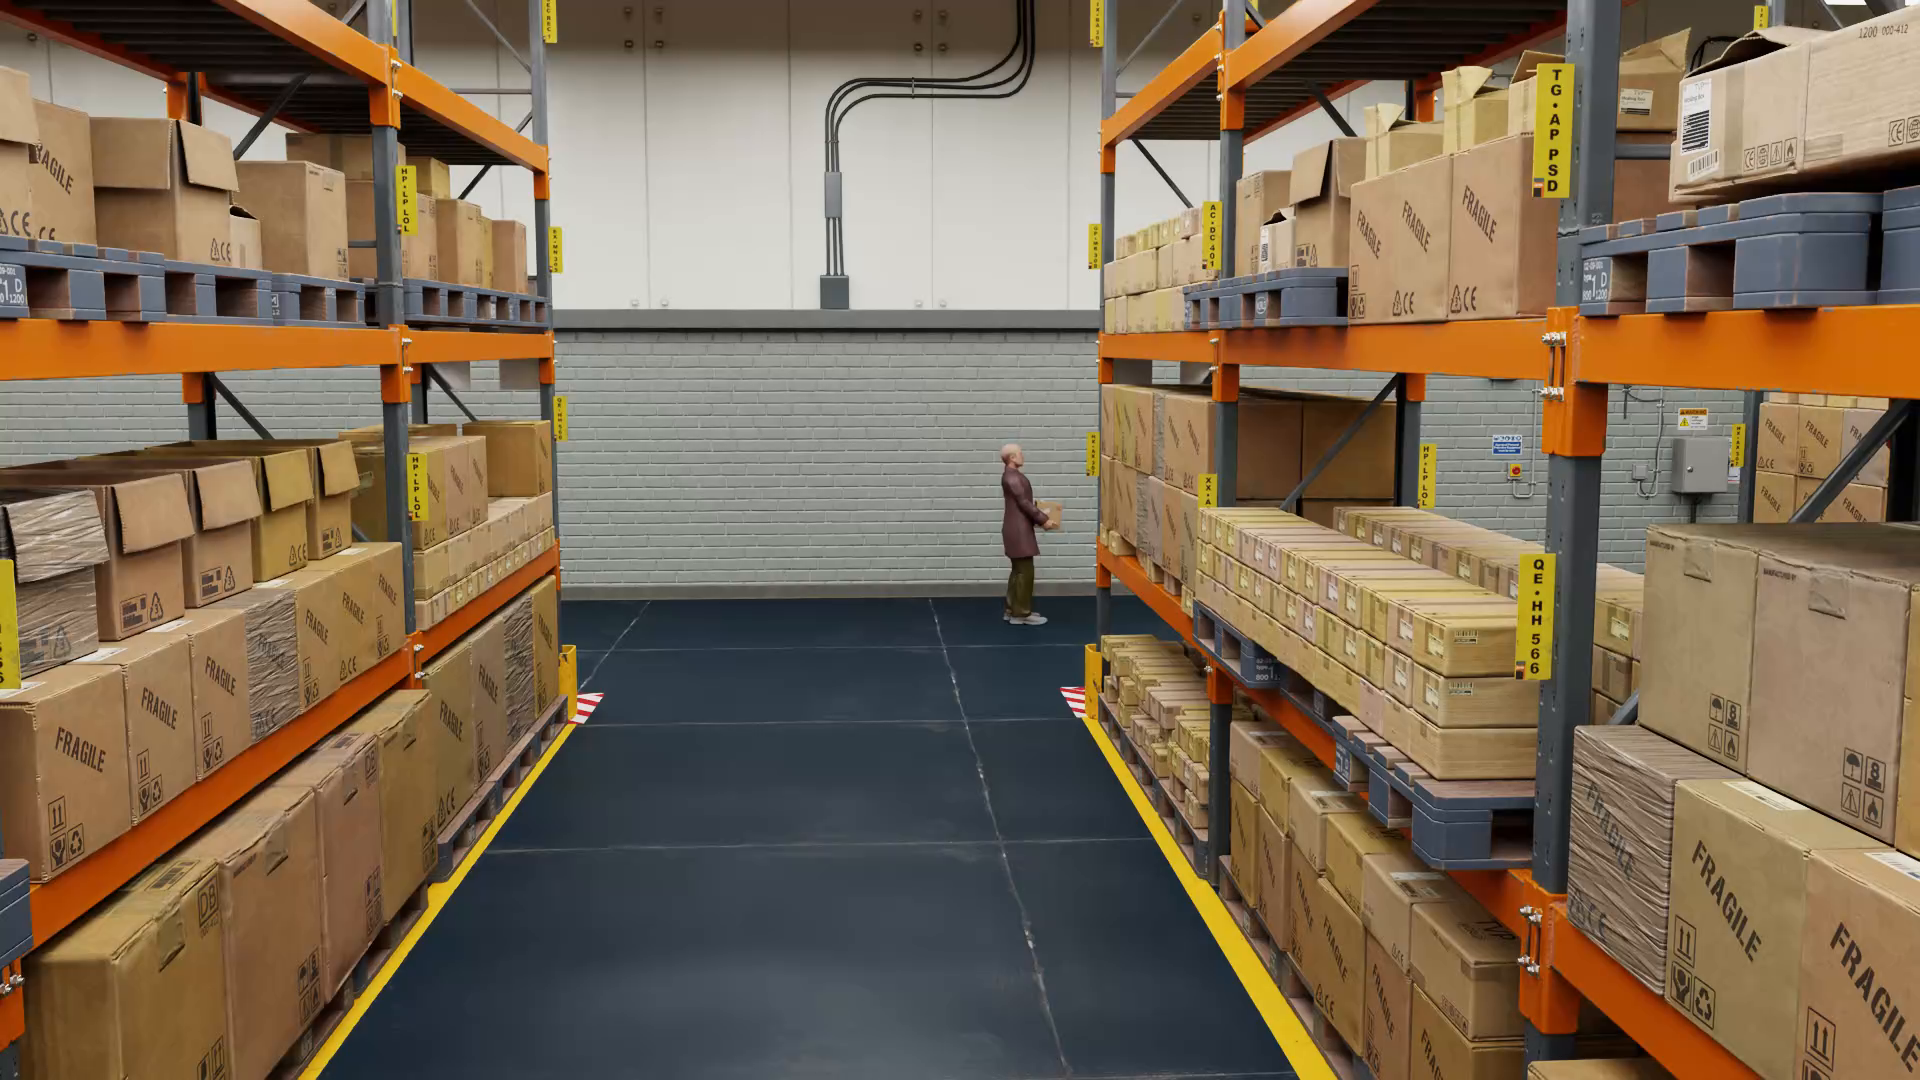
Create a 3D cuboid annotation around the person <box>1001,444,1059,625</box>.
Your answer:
[{"bbox_3d":[0.676,-0.064,16.370,0.563,1.769,0.527,0,7,-3],"label":"person"}]
